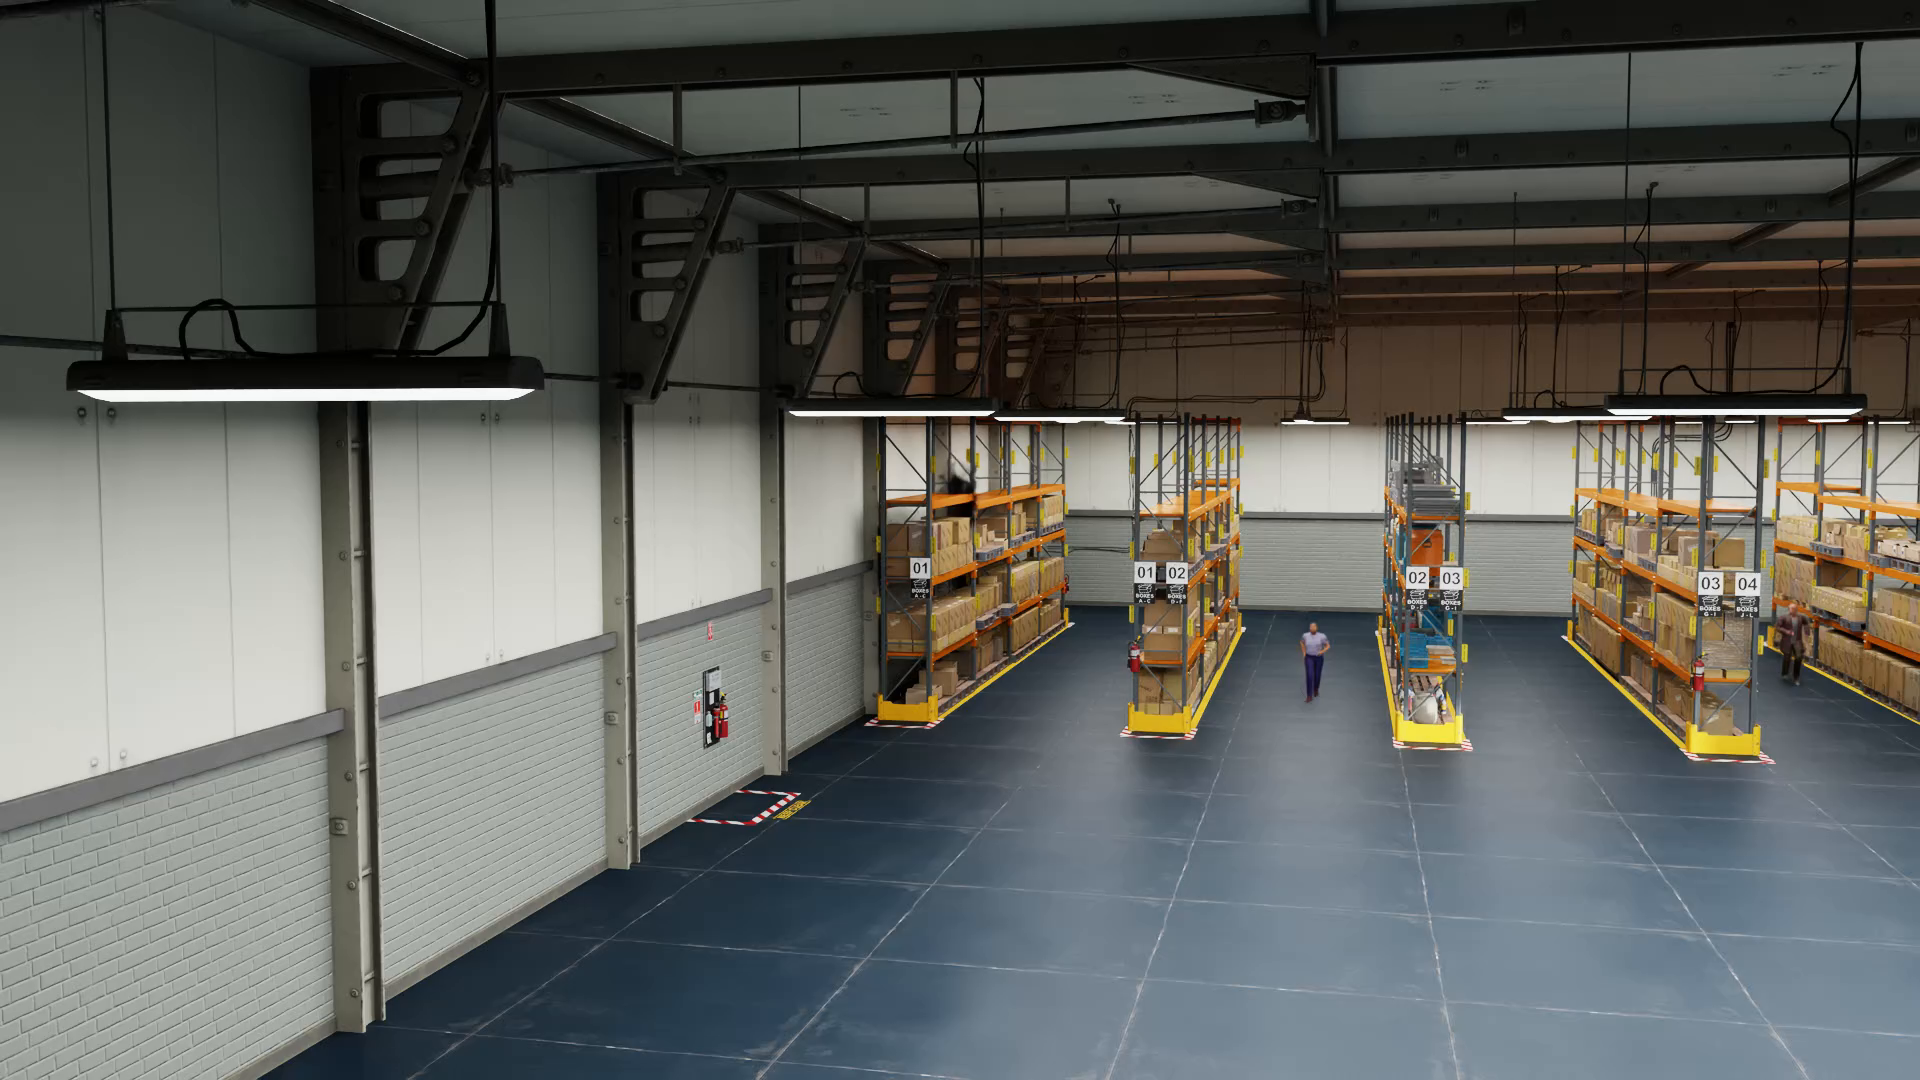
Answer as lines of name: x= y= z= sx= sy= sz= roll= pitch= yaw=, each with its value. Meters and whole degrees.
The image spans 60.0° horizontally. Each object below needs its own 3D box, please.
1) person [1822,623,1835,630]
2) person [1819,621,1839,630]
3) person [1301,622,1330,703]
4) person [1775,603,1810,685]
person: x=23.013 y=1.875 z=44.096 sx=0.672 sy=1.715 sz=0.599 roll=-2 pitch=4 yaw=-23
person: x=23.203 y=1.914 z=44.630 sx=0.789 sy=1.584 sz=0.545 roll=1 pitch=4 yaw=9
person: x=7.450 y=2.545 z=34.892 sx=0.601 sy=1.686 sz=0.796 roll=1 pitch=4 yaw=11
person: x=18.617 y=2.344 z=37.180 sx=0.740 sy=1.858 sz=0.810 roll=1 pitch=4 yaw=14
